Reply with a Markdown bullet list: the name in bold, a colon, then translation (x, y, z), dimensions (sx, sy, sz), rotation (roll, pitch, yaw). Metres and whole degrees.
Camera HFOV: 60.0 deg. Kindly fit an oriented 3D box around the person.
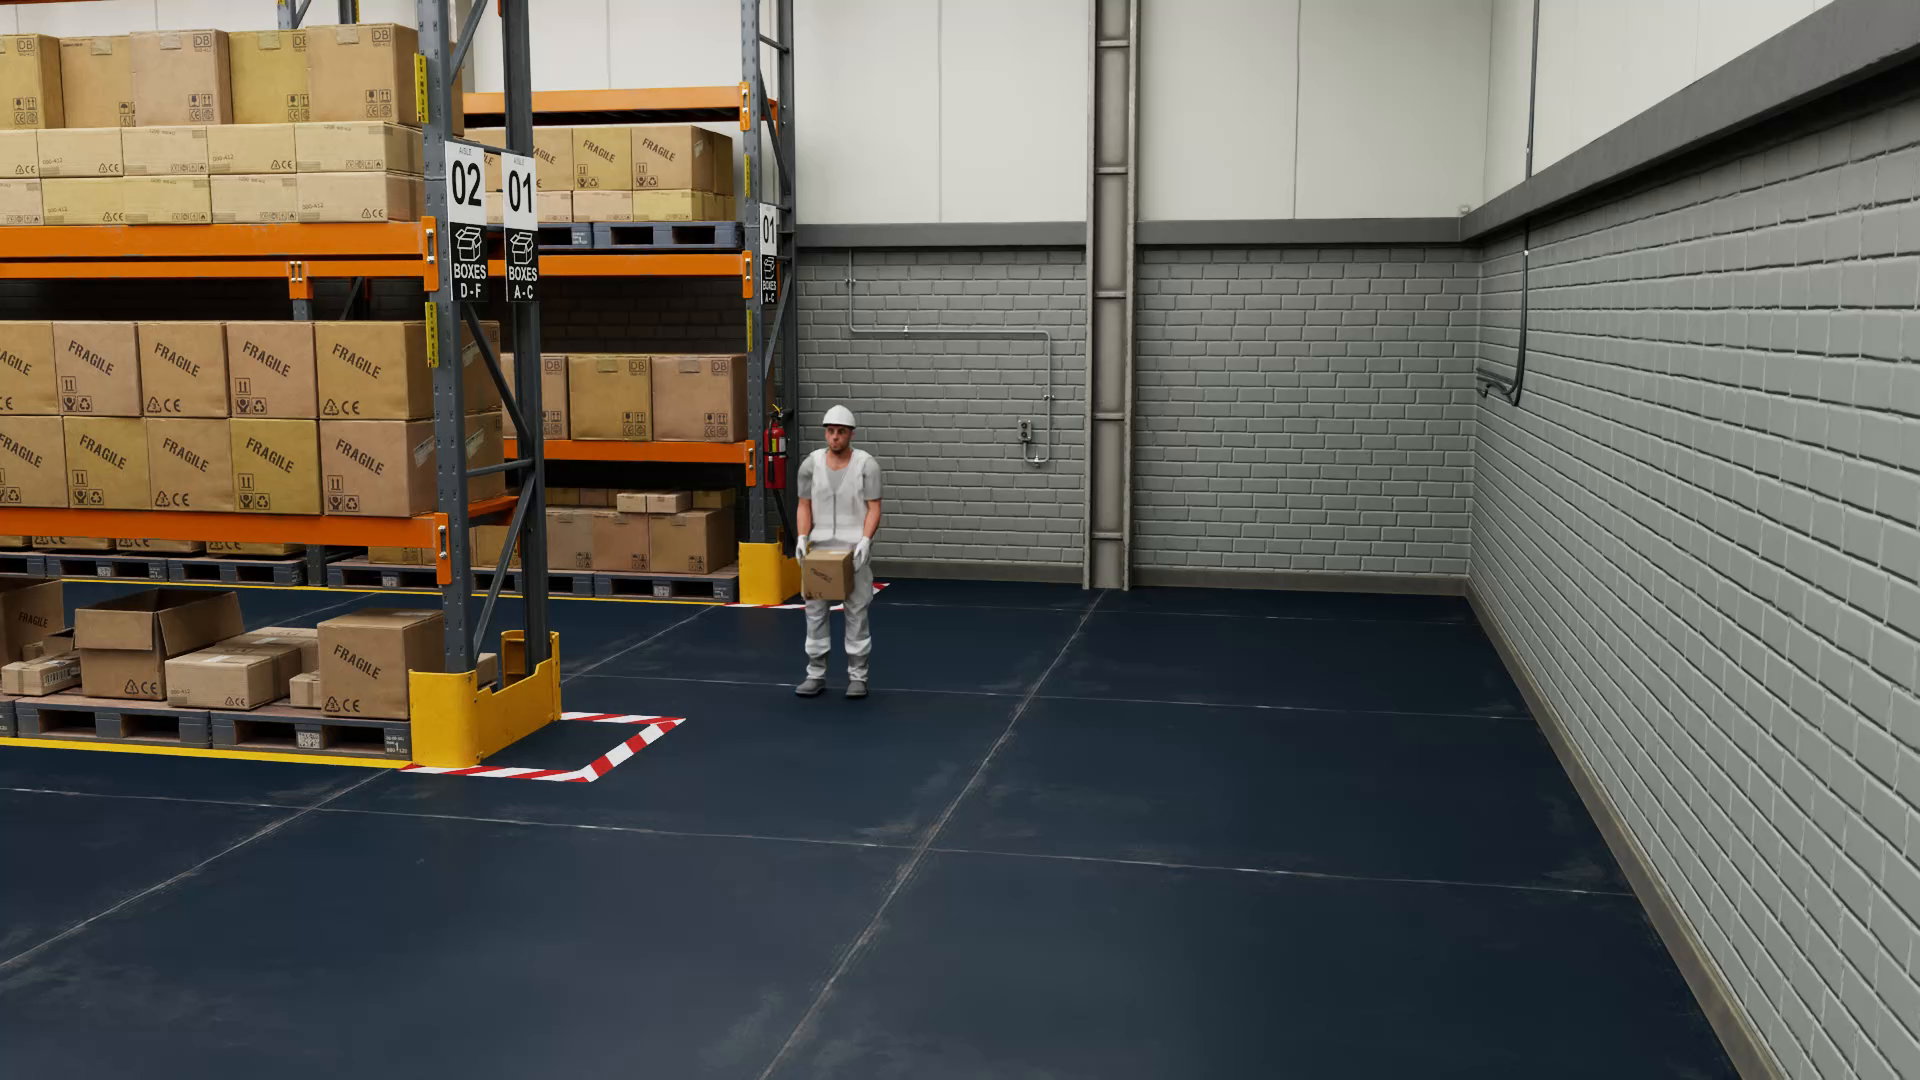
- **person**: translation (-0.745, 0.069, 10.217), dimensions (0.537, 1.791, 0.449), rotation (1, 8, 10)
